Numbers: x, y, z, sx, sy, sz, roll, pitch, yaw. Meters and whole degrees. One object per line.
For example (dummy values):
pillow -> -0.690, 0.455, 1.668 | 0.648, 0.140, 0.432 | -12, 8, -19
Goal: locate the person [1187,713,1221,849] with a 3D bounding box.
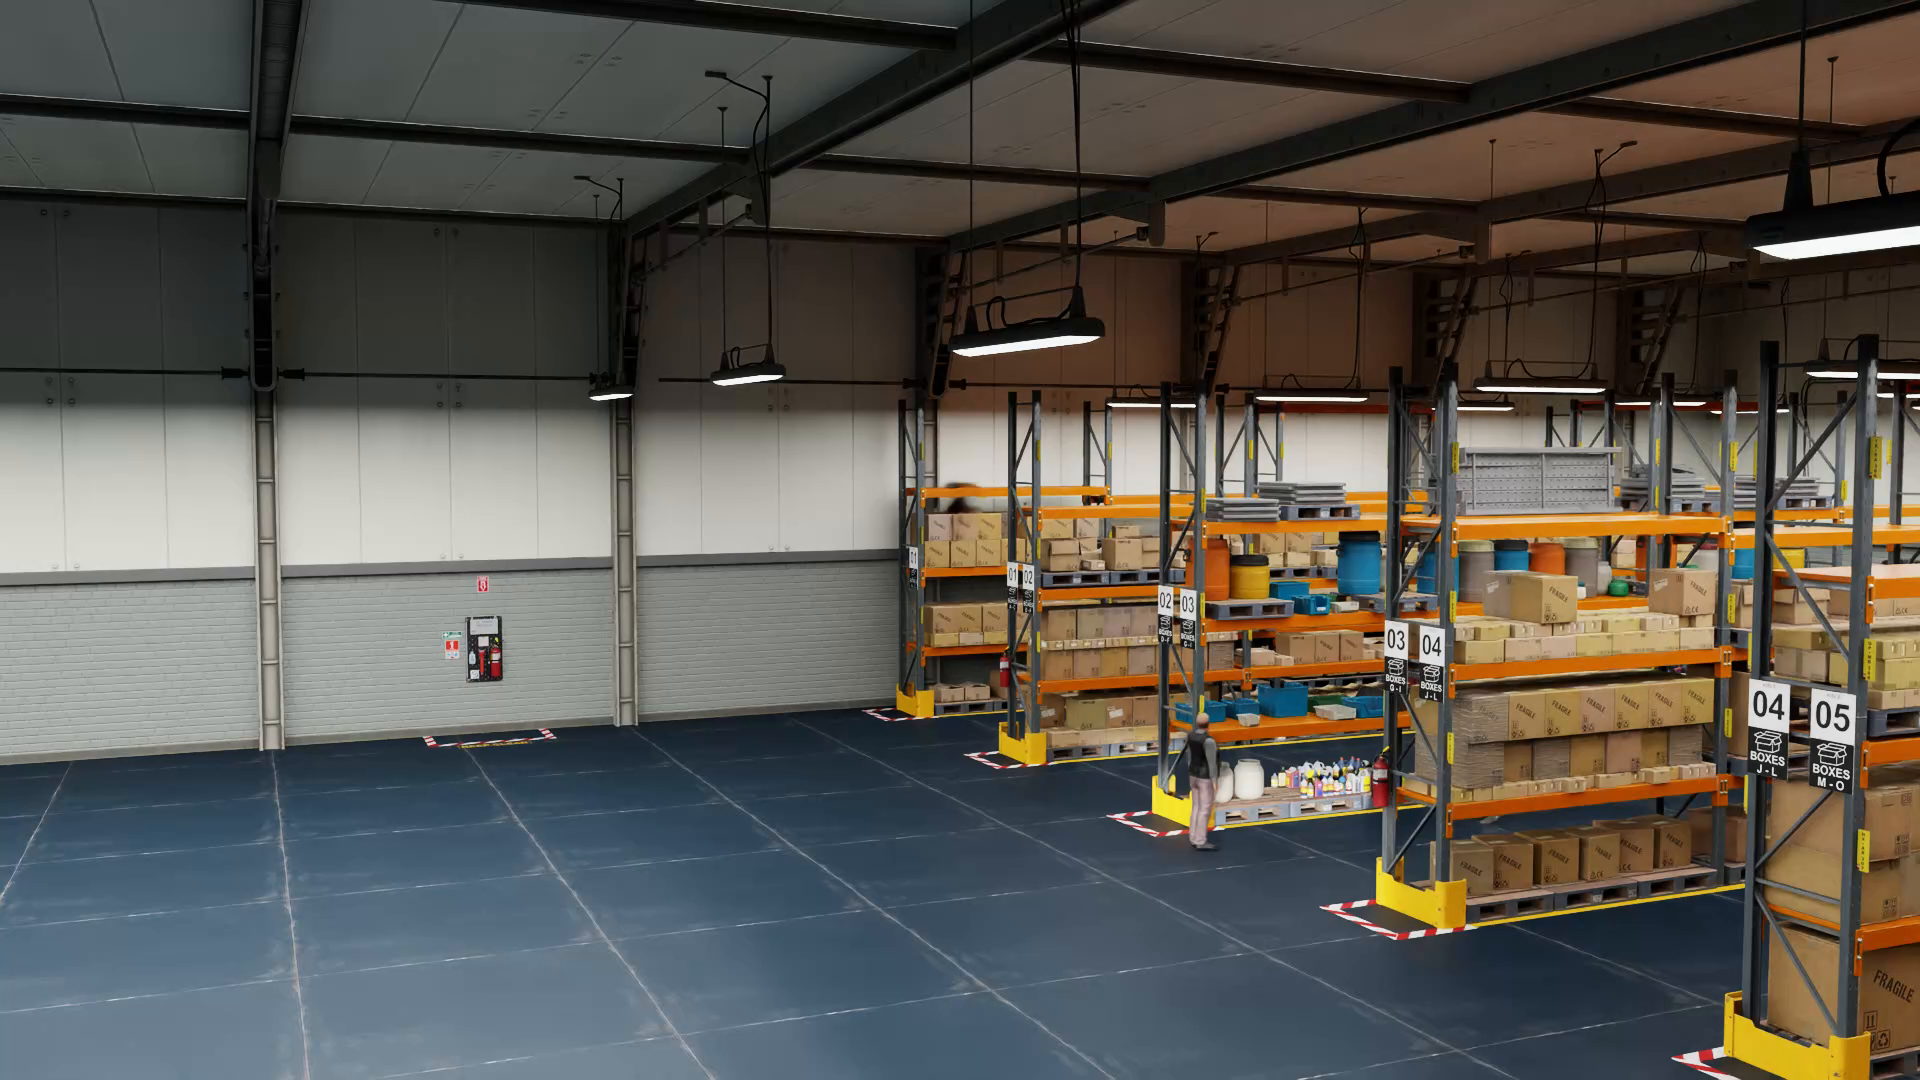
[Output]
person -> 3.110, 3.059, 21.185 | 0.391, 1.729, 0.553 | -2, 4, -24

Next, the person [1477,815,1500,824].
person -> 7.234, 2.950, 22.766 | 0.399, 1.833, 0.557 | 1, 3, 14
